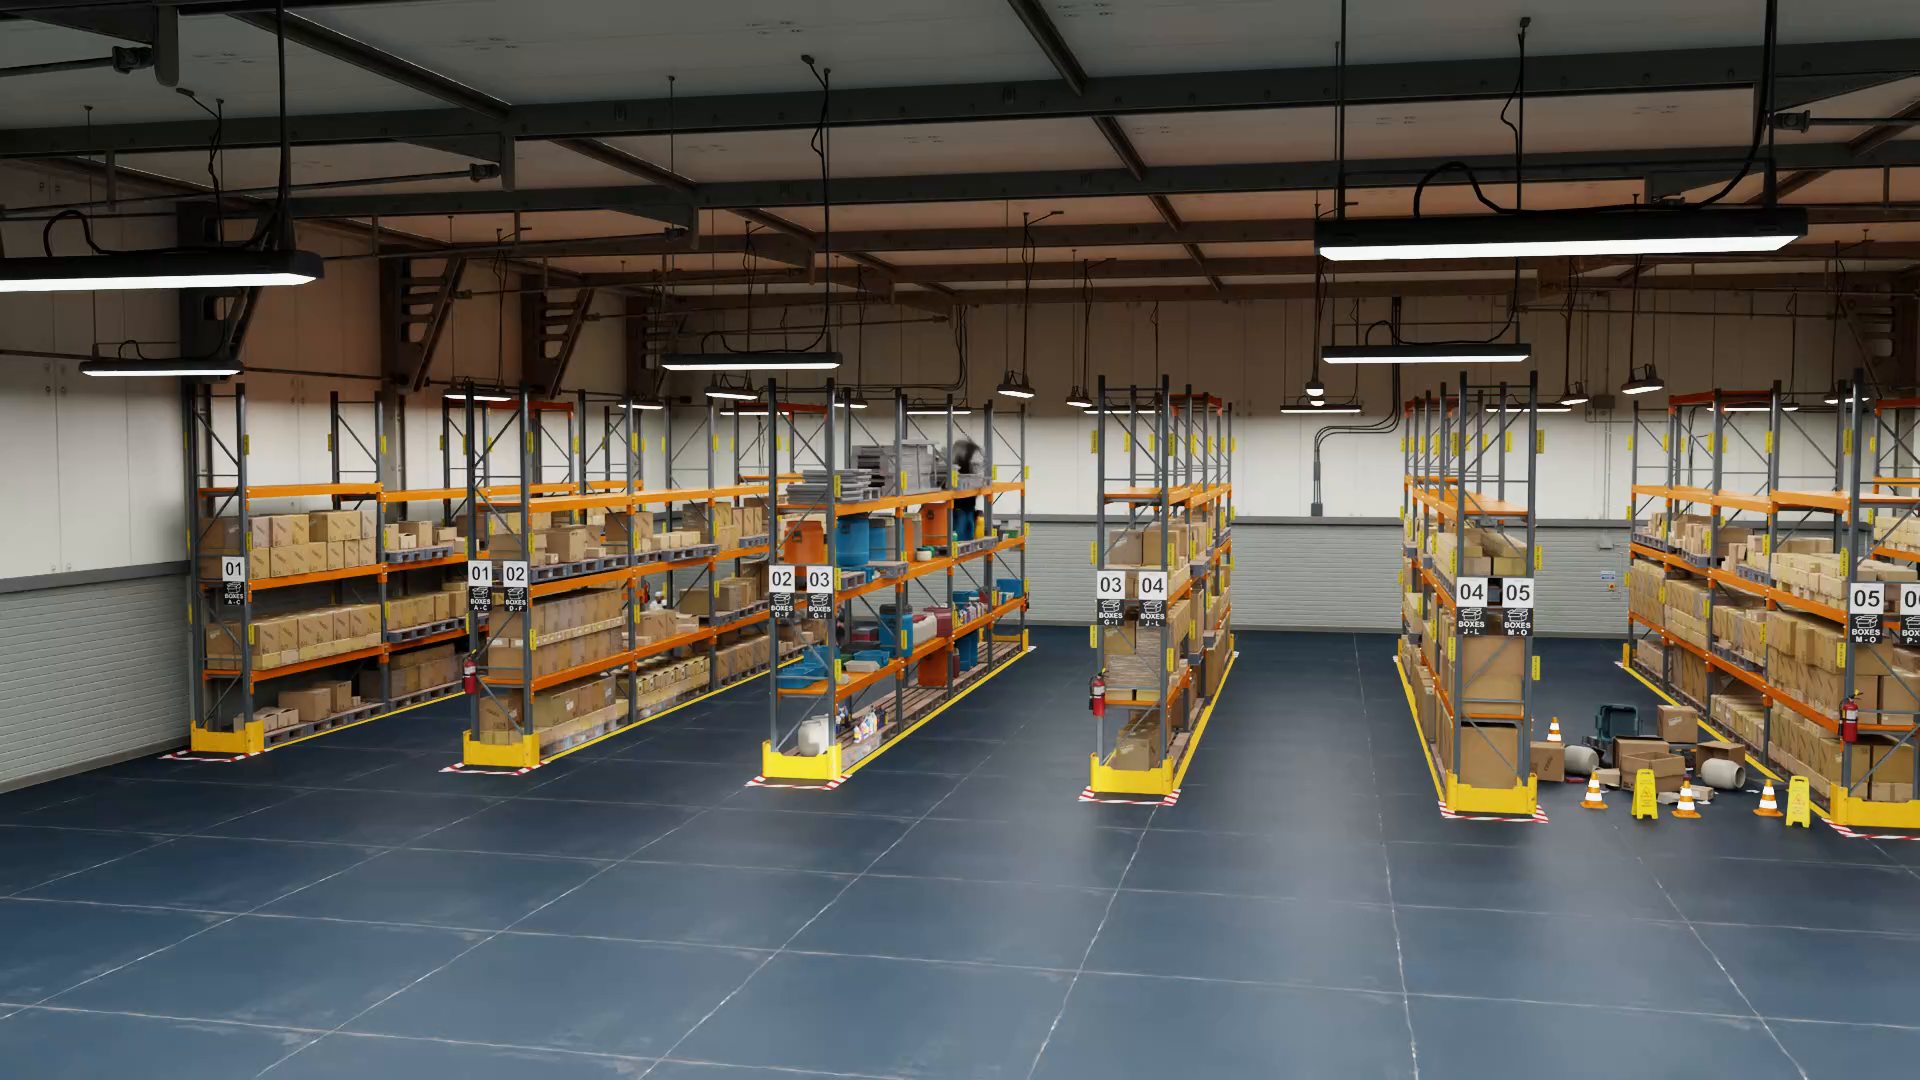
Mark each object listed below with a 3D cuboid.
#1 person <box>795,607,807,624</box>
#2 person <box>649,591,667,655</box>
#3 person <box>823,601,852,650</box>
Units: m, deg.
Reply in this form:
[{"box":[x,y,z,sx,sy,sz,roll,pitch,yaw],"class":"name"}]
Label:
[{"box":[-4.079,1.697,42.861,0.873,1.674,0.604,1,3,13],"class":"person"},{"box":[-7.067,1.980,39.364,0.605,1.555,0.766,0,3,-1],"class":"person"},{"box":[-2.654,2.101,35.815,0.646,1.748,0.723,0,3,3],"class":"person"}]
